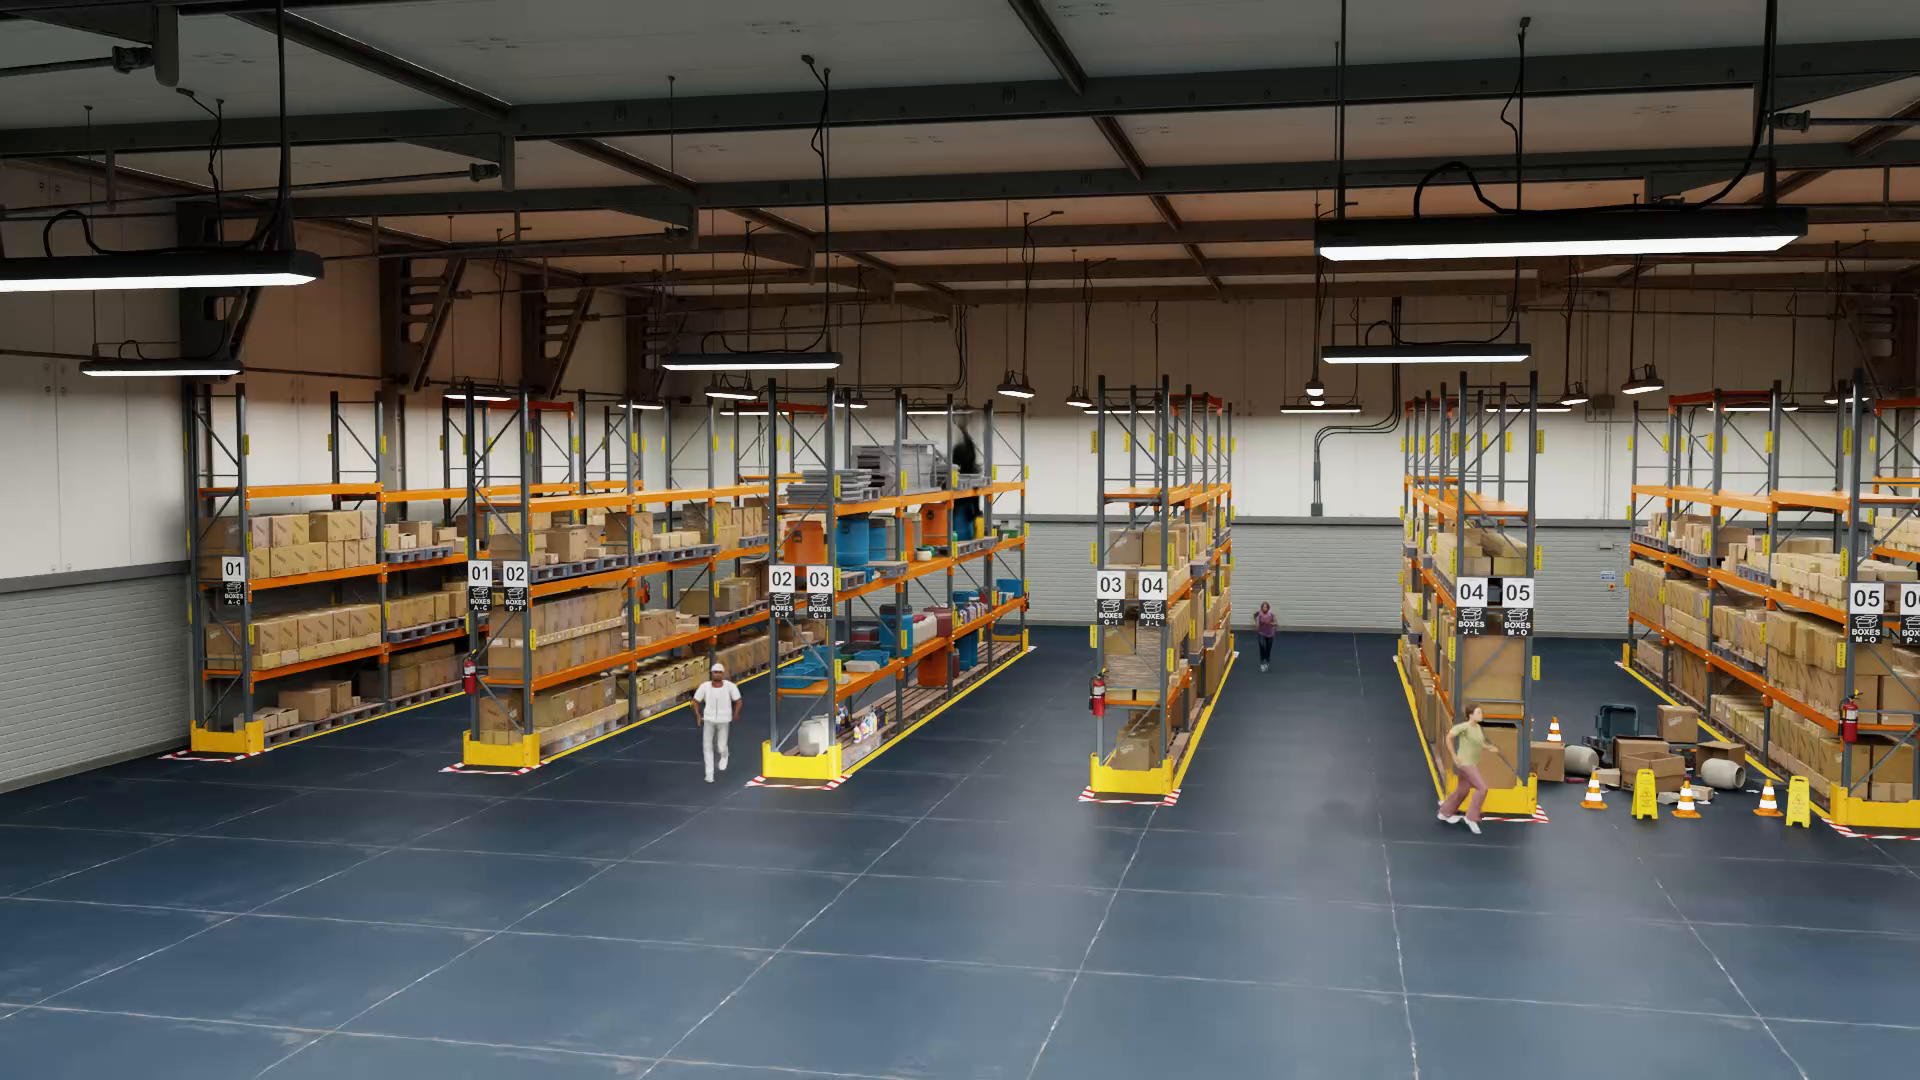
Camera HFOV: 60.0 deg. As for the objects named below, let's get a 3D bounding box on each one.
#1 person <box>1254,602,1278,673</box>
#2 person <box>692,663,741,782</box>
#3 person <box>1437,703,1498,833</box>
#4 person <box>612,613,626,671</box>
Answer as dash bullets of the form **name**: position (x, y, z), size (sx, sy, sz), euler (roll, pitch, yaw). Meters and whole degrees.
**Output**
- **person**: position (6.740, 2.121, 36.665), size (0.531, 1.562, 0.858), euler (1, 3, 11)
- **person**: position (-3.662, 2.726, 25.023), size (0.737, 1.759, 0.694), euler (0, 3, -3)
- **person**: position (6.585, 2.957, 21.645), size (0.782, 1.693, 0.582), euler (3, 4, 41)
- **person**: position (-7.211, 2.140, 34.781), size (0.682, 1.765, 0.849), euler (0, 3, 1)
